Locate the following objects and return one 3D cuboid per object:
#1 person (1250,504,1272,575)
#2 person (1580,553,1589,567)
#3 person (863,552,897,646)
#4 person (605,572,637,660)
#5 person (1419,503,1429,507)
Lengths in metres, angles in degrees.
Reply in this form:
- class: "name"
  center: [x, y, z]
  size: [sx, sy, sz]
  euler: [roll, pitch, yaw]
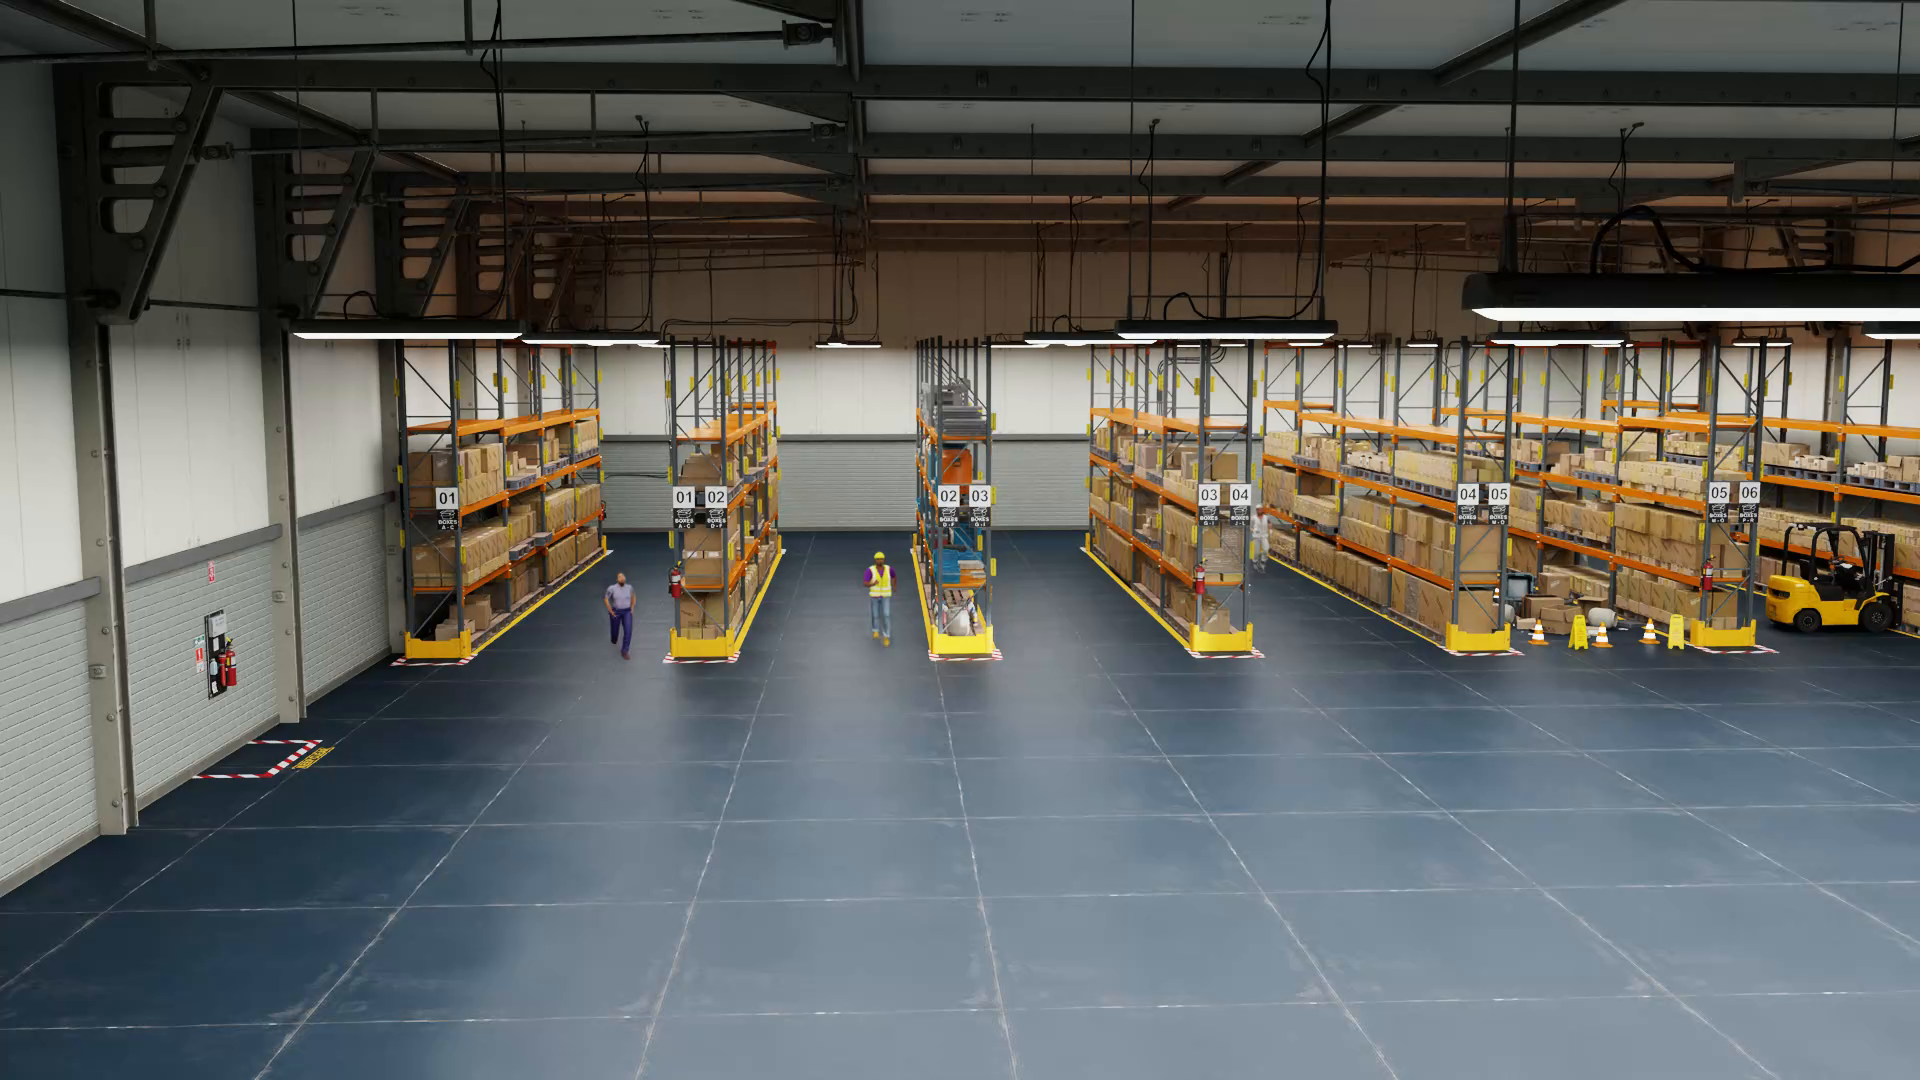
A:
- class: "person"
  center: [7.736, -0.016, 42.862]
  size: [0.661, 1.812, 0.756]
  euler: [0, 6, 2]
- class: "person"
  center: [15.955, 0.001, 43.015]
  size: [0.623, 1.739, 0.883]
  euler: [0, 6, -1]
- class: "person"
  center: [-1.564, 1.138, 32.632]
  size: [0.674, 1.825, 0.791]
  euler: [-1, 7, -6]
- class: "person"
  center: [-6.367, 1.413, 31.263]
  size: [0.606, 1.605, 0.806]
  euler: [-2, 7, -18]
- class: "person"
  center: [13.805, -0.680, 49.536]
  size: [0.522, 1.597, 0.623]
  euler: [2, 7, 18]
